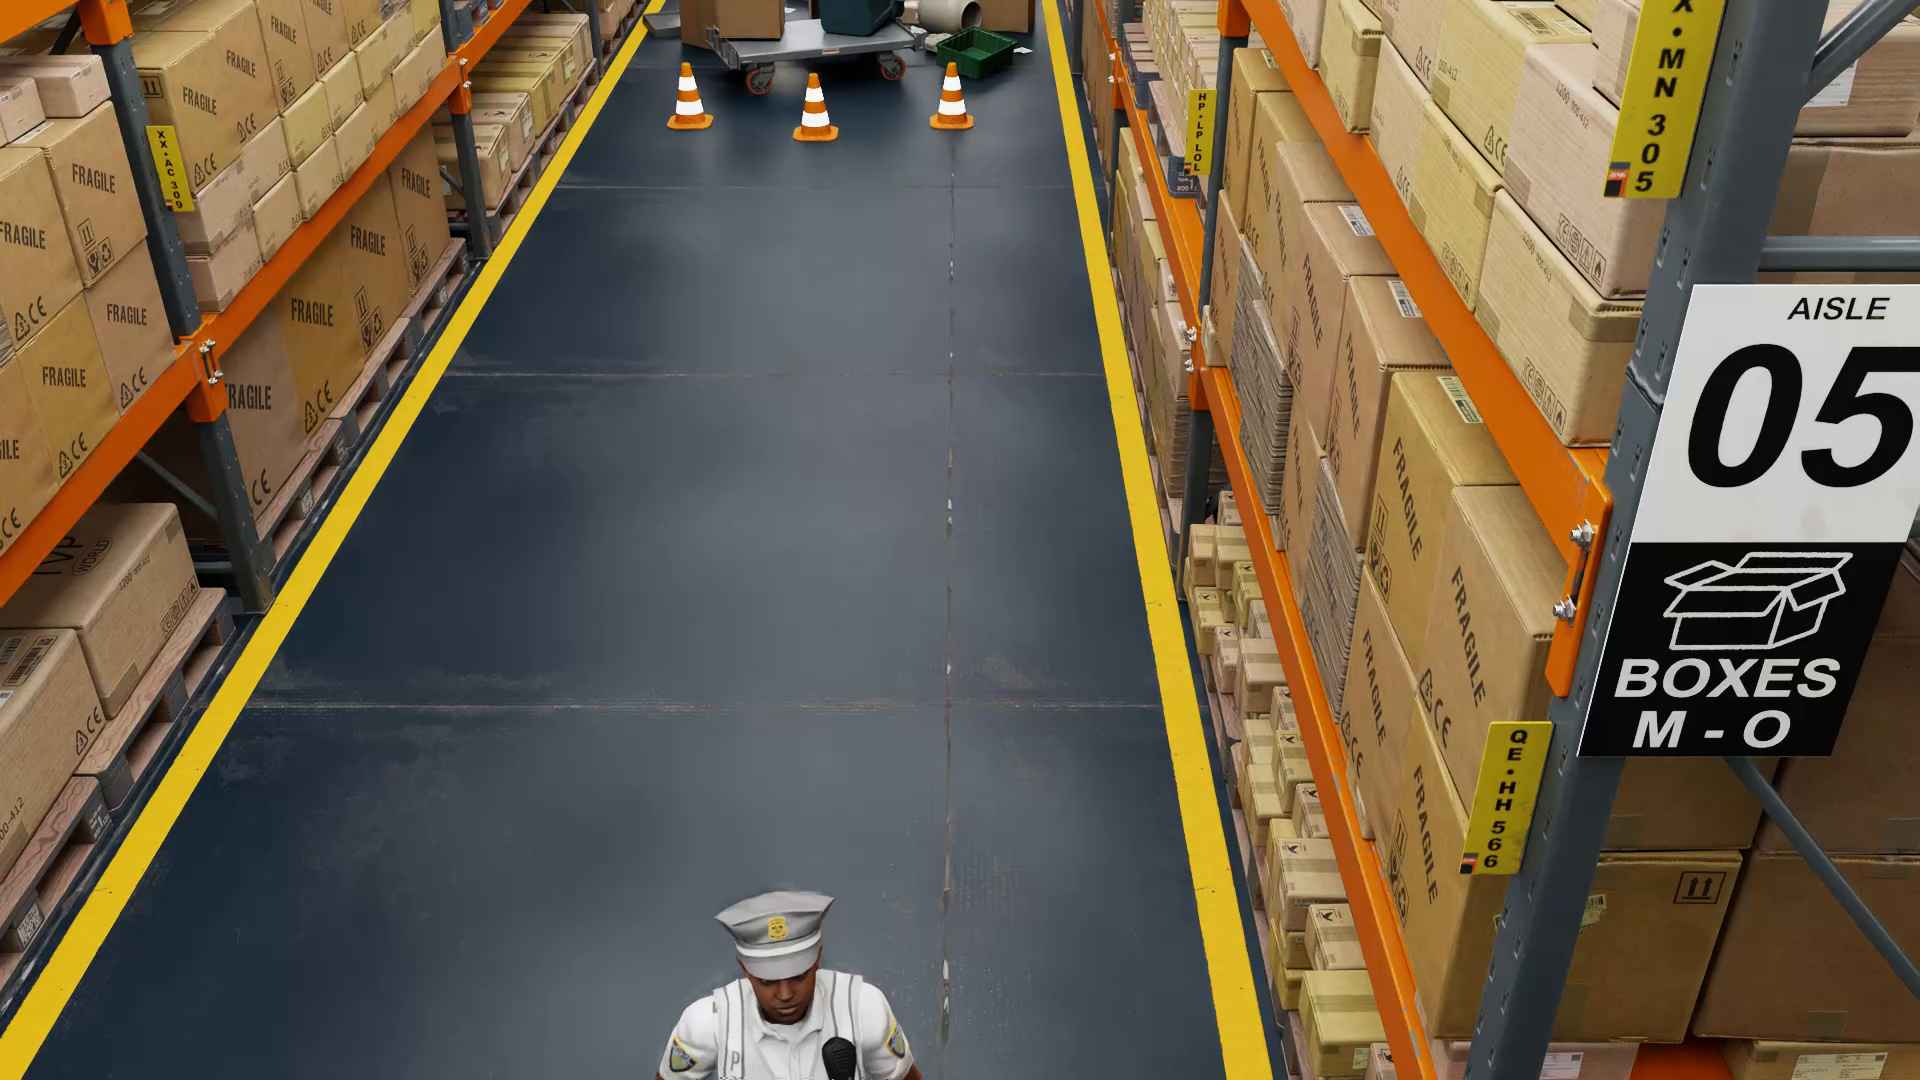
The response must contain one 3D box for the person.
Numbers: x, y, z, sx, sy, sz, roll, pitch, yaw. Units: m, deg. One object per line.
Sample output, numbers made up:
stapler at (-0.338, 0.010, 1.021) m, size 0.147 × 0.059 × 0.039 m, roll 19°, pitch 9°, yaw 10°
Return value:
person at (-0.349, 1.489, 3.723) m, size 0.591 × 1.680 × 0.508 m, roll -7°, pitch 32°, yaw -11°
